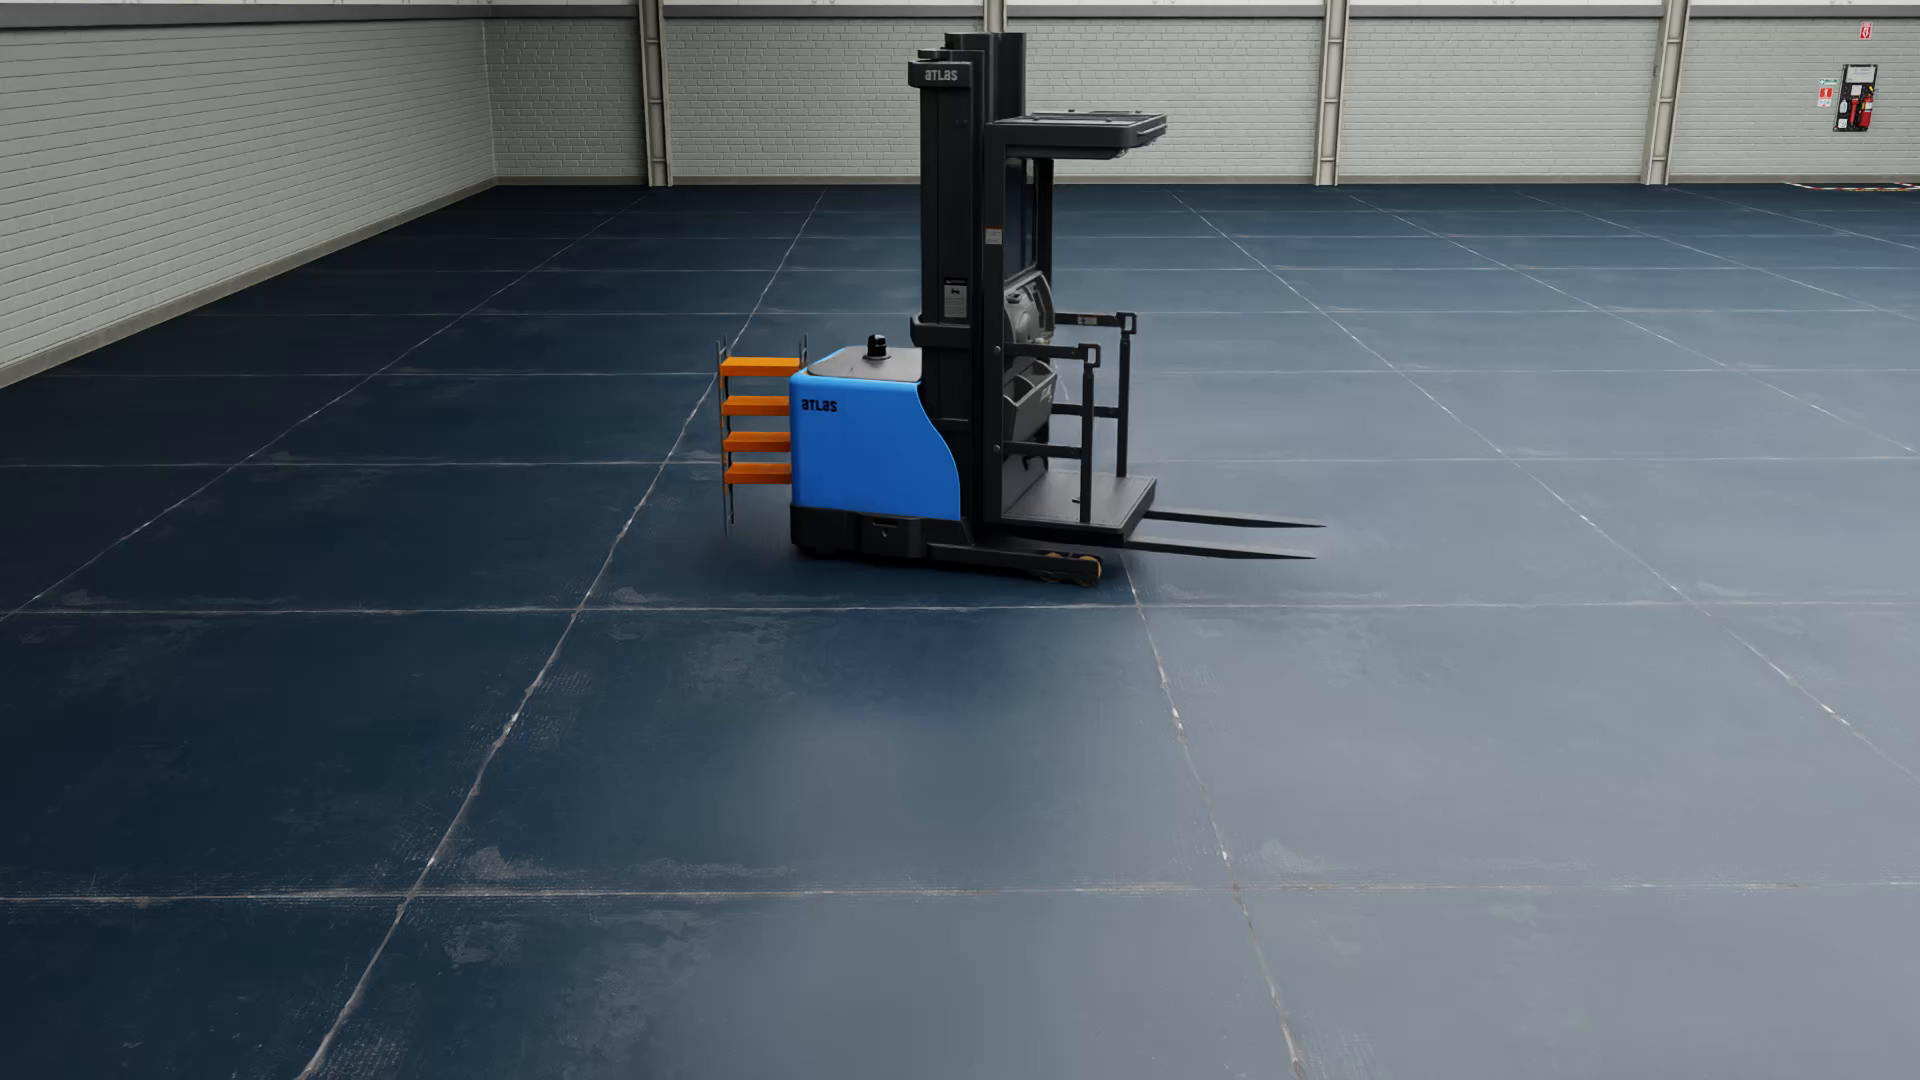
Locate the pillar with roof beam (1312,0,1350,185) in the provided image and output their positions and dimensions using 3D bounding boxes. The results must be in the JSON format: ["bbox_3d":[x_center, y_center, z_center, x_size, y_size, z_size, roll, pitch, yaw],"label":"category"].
[{"bbox_3d":[6.680,-9.417,24.670,0.400,9.000,9.100,0,18,-1],"label":"pillar with roof beam"}]

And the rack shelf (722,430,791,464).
[{"bbox_3d":[-1.174,-0.563,10.059,0.480,0.148,0.258,1,18,3],"label":"rack shelf"}]

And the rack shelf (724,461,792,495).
[{"bbox_3d":[-1.174,-0.374,10.119,0.480,0.148,0.258,1,18,3],"label":"rack shelf"}]

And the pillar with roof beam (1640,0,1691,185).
[{"bbox_3d":[12.679,-9.445,24.760,0.400,9.000,9.100,0,18,-1],"label":"pillar with roof beam"}]

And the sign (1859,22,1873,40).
[{"bbox_3d":[16.129,-9.067,29.605,0.199,0.298,0.001,0,18,-1],"label":"sign"}]

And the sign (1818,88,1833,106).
[{"bbox_3d":[15.585,-7.978,29.949,0.234,0.329,0.001,0,18,-1],"label":"sign"}]

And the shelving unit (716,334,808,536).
[{"bbox_3d":[-1.174,-0.627,10.038,0.503,1.200,0.258,1,18,3],"label":"shelving unit"}]

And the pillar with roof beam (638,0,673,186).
[{"bbox_3d":[-5.319,-9.359,24.490,0.400,9.000,9.100,0,18,-1],"label":"pillar with roof beam"}]

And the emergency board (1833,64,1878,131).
[{"bbox_3d":[16.139,-7.932,29.865,0.643,1.169,0.194,0,18,-1],"label":"emergency board"}]

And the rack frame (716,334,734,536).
[{"bbox_3d":[-1.418,-0.631,10.049,0.015,1.200,0.240,1,18,3],"label":"rack frame"}]

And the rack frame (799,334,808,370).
[{"bbox_3d":[-0.930,-0.623,10.027,0.015,1.200,0.240,1,18,3],"label":"rack frame"}]

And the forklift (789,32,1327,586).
[{"bbox_3d":[0.581,-1.319,9.360,3.031,2.935,1.130,5,19,16],"label":"forklift"}]

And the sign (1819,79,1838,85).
[{"bbox_3d":[15.589,-8.228,29.860,0.331,0.109,0.001,0,18,-1],"label":"sign"}]

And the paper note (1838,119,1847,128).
[{"bbox_3d":[15.961,-7.533,30.062,0.142,0.148,0.016,0,18,-1],"label":"paper note"}]

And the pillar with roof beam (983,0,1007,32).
[{"bbox_3d":[0.681,-9.388,24.580,0.400,9.000,9.100,0,18,-1],"label":"pillar with roof beam"}]

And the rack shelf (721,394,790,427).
[{"bbox_3d":[-1.174,-0.776,9.990,0.480,0.148,0.258,1,18,3],"label":"rack shelf"}]

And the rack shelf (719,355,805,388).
[{"bbox_3d":[-1.174,-1.001,9.918,0.480,0.148,0.258,1,18,3],"label":"rack shelf"}]
